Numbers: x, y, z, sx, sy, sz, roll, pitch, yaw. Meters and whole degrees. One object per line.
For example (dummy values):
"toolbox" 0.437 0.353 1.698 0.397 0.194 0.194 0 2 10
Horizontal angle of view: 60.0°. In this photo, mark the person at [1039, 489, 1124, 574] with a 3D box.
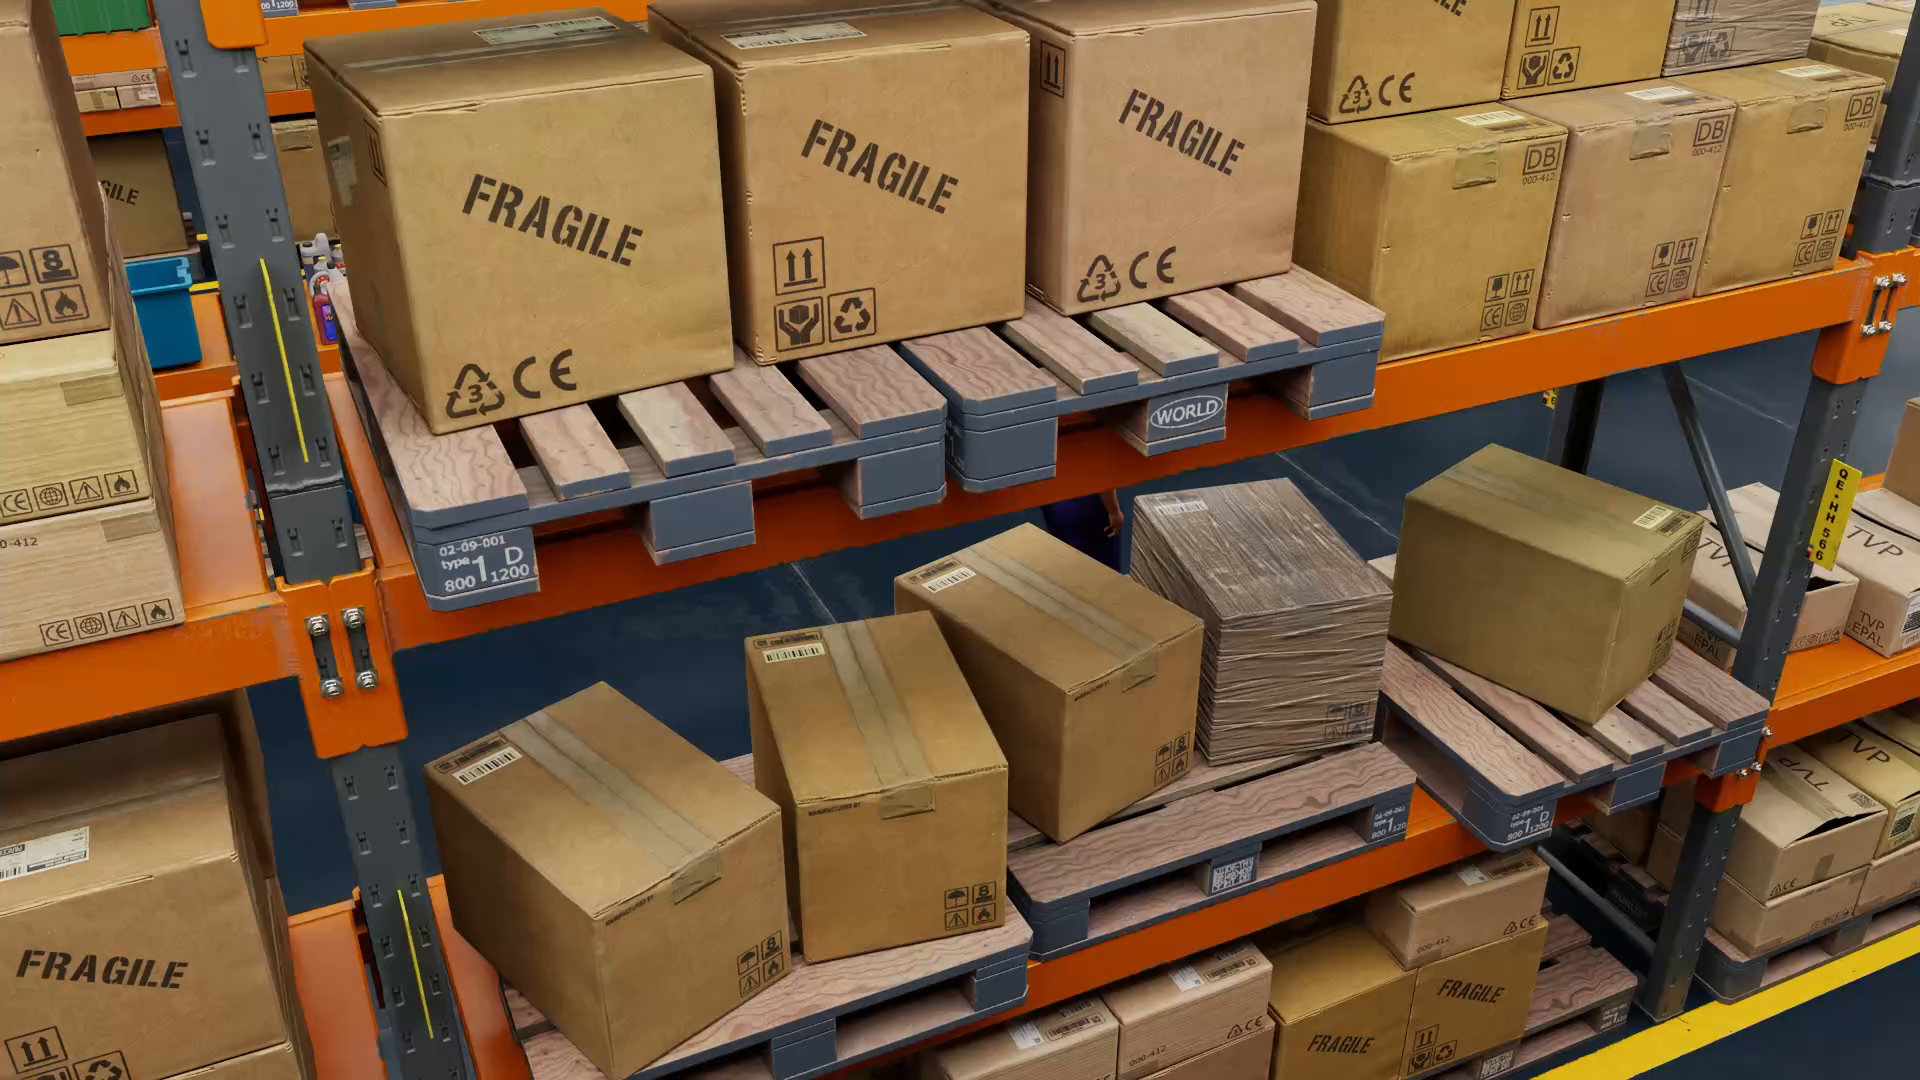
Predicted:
"person" 0.554 -0.197 7.495 0.371 1.639 0.538 -13 32 -22
